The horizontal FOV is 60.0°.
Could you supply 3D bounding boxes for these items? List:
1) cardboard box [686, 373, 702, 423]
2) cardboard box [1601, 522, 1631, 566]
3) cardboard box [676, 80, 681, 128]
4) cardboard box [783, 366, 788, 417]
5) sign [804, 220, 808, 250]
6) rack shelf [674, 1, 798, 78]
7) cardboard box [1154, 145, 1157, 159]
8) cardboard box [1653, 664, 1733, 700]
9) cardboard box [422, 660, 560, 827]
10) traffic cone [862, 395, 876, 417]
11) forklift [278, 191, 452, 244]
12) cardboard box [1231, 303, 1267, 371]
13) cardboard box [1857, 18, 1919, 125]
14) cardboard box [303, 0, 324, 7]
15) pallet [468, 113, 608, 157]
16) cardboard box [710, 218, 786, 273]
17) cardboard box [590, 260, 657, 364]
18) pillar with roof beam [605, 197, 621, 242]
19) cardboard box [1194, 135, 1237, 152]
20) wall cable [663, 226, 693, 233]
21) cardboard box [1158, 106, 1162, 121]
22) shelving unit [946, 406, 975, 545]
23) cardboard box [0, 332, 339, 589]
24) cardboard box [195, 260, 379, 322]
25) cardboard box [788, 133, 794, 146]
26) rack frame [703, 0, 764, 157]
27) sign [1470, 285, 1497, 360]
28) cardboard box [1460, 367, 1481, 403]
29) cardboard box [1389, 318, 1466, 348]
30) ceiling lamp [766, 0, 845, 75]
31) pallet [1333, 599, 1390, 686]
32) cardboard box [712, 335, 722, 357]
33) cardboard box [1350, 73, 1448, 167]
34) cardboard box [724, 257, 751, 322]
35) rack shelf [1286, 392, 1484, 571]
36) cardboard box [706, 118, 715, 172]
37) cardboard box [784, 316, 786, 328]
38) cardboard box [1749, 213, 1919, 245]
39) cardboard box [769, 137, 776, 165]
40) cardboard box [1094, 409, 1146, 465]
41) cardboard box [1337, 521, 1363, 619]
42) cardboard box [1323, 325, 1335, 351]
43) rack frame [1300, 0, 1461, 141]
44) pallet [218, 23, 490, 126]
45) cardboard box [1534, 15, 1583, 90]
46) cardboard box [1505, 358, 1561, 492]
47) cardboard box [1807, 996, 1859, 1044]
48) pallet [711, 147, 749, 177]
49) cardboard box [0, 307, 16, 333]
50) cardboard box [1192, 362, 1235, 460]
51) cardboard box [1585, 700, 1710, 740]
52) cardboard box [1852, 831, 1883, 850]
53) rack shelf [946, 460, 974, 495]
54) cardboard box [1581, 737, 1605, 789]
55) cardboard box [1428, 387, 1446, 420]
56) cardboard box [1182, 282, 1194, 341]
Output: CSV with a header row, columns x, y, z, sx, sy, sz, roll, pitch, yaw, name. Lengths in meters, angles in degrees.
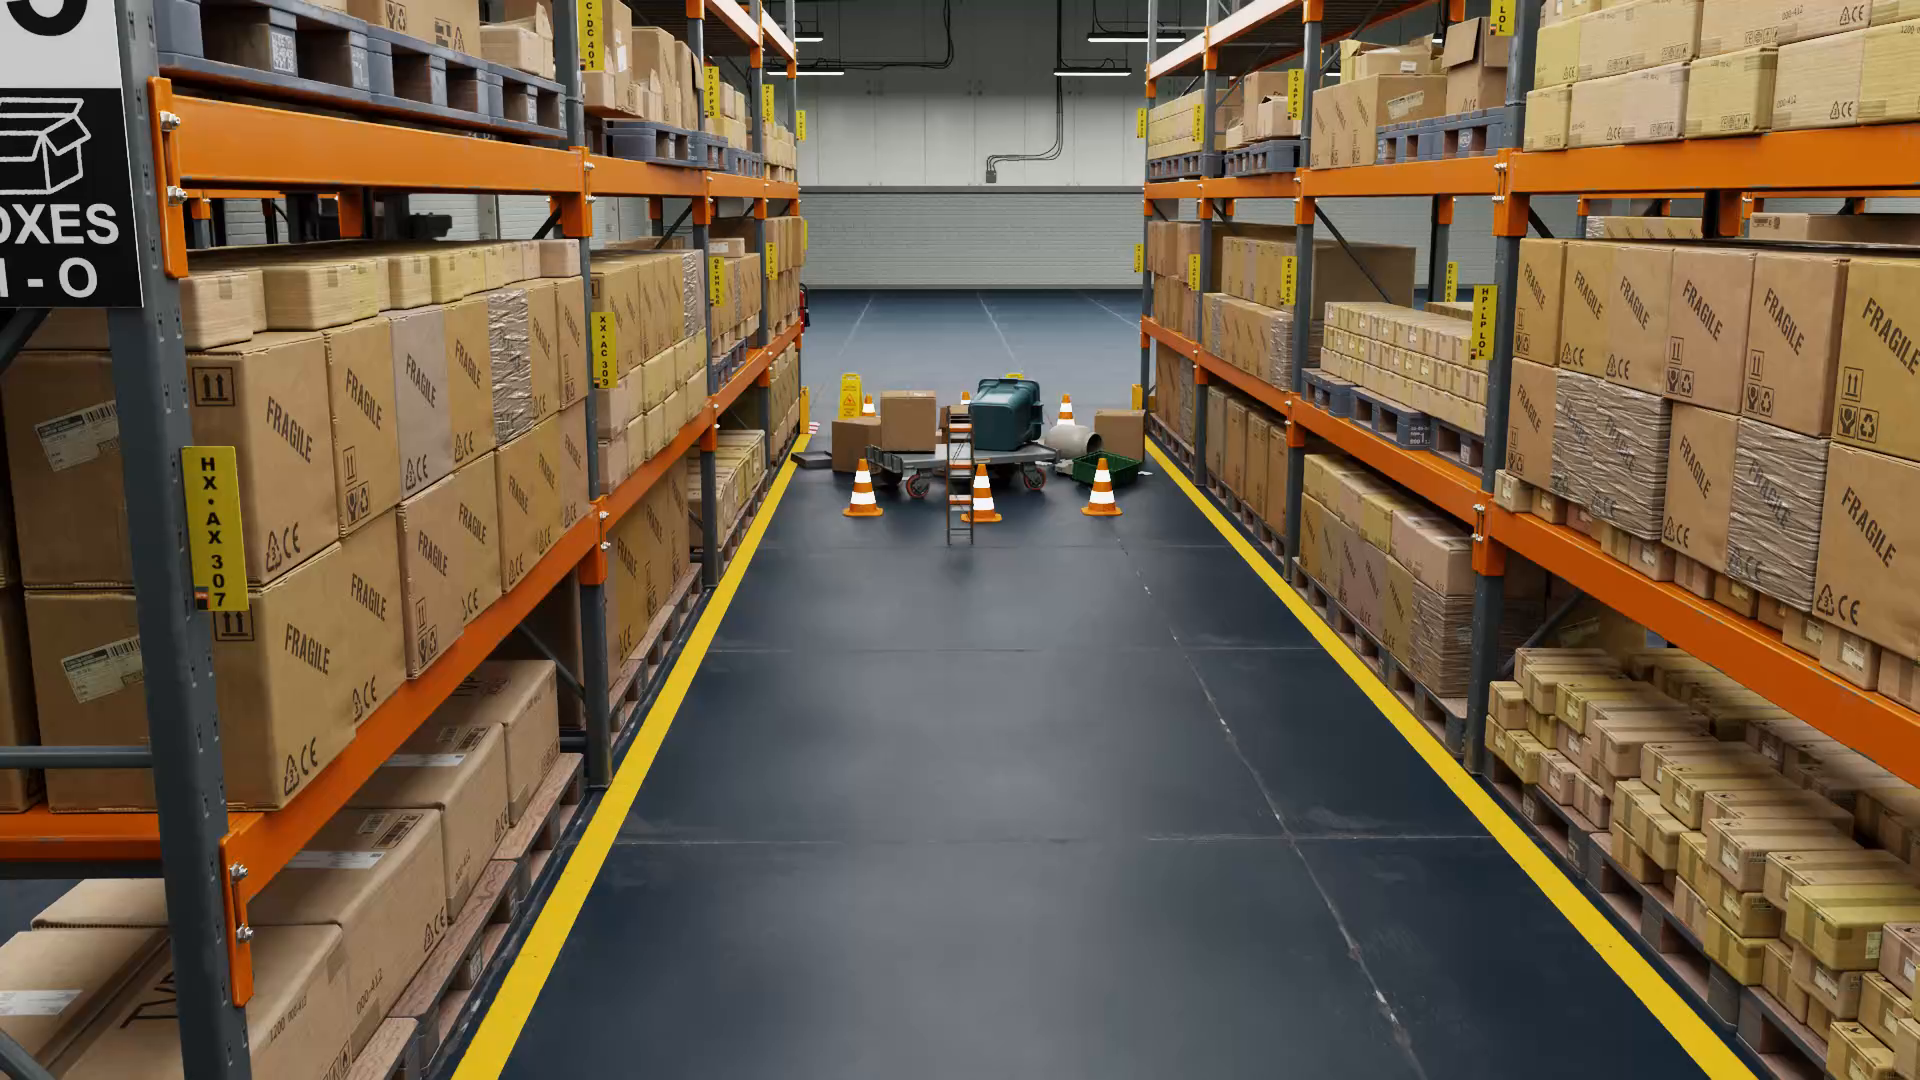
x,y,z,sx,sy,sz,roll,pitch,yaw,name
-1.874,-0.872,10.191,0.500,0.250,0.500,0,11,0,cardboard box
2.615,-0.003,6.161,0.380,0.149,0.250,0,11,0,cardboard box
-1.792,-2.484,9.498,0.396,0.266,0.258,-1,11,-3,cardboard box
-2.027,-1.495,16.859,0.500,0.500,0.500,0,11,2,cardboard box
-1.781,-3.458,18.850,0.100,0.325,0.005,0,11,-1,sign
-2.295,-4.925,16.521,1.077,0.370,4.000,0,11,-1,rack shelf
2.308,-4.209,18.042,0.380,0.149,0.250,0,11,-1,cardboard box
3.172,0.628,7.036,0.380,0.149,0.250,0,11,0,cardboard box
-2.182,0.824,6.843,0.875,0.438,0.875,0,11,-2,cardboard box
-1.037,-1.413,18.862,0.336,0.463,0.334,0,11,-1,traffic cone
-4.793,-1.629,13.717,1.130,2.935,3.031,0,11,-2,forklift
2.465,-1.625,13.273,0.500,0.500,0.500,0,11,0,cardboard box
2.650,-1.184,4.184,0.500,0.250,0.500,0,11,-1,cardboard box
-1.798,-1.375,4.074,0.380,0.149,0.250,0,11,1,cardboard box
-2.156,-1.910,7.866,0.805,0.209,1.217,-1,11,-3,pallet
-2.034,-2.817,15.884,0.700,0.500,0.500,0,11,-1,cardboard box
-1.856,-1.180,8.564,0.500,0.500,0.500,-1,11,-3,cardboard box
-4.377,-10.302,41.207,9.100,9.000,0.548,0,11,-1,pillar with roof beam
2.366,-3.655,15.311,0.380,0.149,0.250,0,11,-1,cardboard box
-7.544,-10.547,50.221,3.097,2.526,0.112,0,11,-1,wall cable
2.314,-4.551,17.723,0.380,0.149,0.250,0,11,-1,cardboard box
0.001,-0.504,12.902,0.215,1.050,0.252,0,11,-1,shelving unit
-1.730,-0.192,3.695,0.500,0.500,0.500,0,11,-2,cardboard box
-1.727,-0.641,4.278,0.380,0.149,0.250,-1,11,-3,cardboard box
-2.034,-4.409,18.327,0.380,0.149,0.250,0,11,-1,cardboard box
-2.253,-4.882,14.490,1.000,3.000,0.127,0,11,-1,rack frame
2.304,-0.956,7.317,0.100,0.325,0.005,0,11,-1,sign
2.647,-0.751,8.044,0.380,0.149,0.250,0,11,-1,cardboard box
2.622,-1.158,9.301,0.380,0.149,0.250,0,11,-2,cardboard box
-3.977,-13.589,42.729,2.000,3.185,0.800,0,11,-1,ceiling lamp
2.813,0.577,9.685,1.003,0.211,1.213,0,11,-1,pallet
-1.923,-1.406,12.019,0.380,0.149,0.250,-1,12,-5,cardboard box
2.555,-2.393,9.513,0.500,0.500,0.500,0,11,-1,cardboard box
-1.998,-2.050,13.565,0.500,0.500,0.500,0,11,1,cardboard box
2.818,-0.437,9.478,1.077,0.370,4.000,0,11,-1,rack shelf
-2.231,-2.970,12.352,0.797,0.503,0.637,0,11,-1,cardboard box
-2.018,-2.286,17.416,0.380,0.149,0.250,0,11,-2,cardboard box
7.531,-2.324,14.404,1.000,1.000,1.000,0,11,-1,cardboard box
-2.009,-3.675,15.715,0.500,0.250,0.500,0,11,-2,cardboard box
1.636,-1.063,17.034,0.500,0.500,0.500,2,12,9,cardboard box
2.565,0.176,9.879,0.500,0.500,0.500,-1,11,-3,cardboard box
2.586,-1.319,10.842,0.380,0.149,0.250,0,11,1,cardboard box
2.776,-4.127,10.770,1.000,3.000,0.127,0,11,-1,rack frame
-2.059,-1.374,4.964,1.003,0.211,1.213,0,11,-1,pallet
2.629,-1.937,6.637,0.500,0.250,0.500,0,11,1,cardboard box
2.617,-0.487,6.917,0.500,0.500,0.500,0,11,-2,cardboard box
2.696,1.387,4.791,0.380,0.149,0.250,0,11,-1,cardboard box
-2.322,-2.990,13.183,1.213,0.211,1.003,0,11,-1,pallet
-2.213,-0.484,3.502,0.380,0.149,0.250,0,11,0,cardboard box
2.751,-1.272,16.072,0.875,0.875,0.875,0,11,0,cardboard box
2.688,0.734,6.515,0.380,0.149,0.250,-1,11,-3,cardboard box
3.100,1.083,5.542,0.380,0.149,0.250,0,11,2,cardboard box
0.001,-0.494,12.904,0.215,0.259,0.240,0,11,-1,rack shelf
2.685,0.879,6.548,0.380,0.149,0.250,-1,11,-4,cardboard box
2.639,-0.704,8.559,0.380,0.149,0.250,-1,11,-4,cardboard box
2.640,-2.238,16.170,0.875,0.550,0.550,0,11,-1,cardboard box
